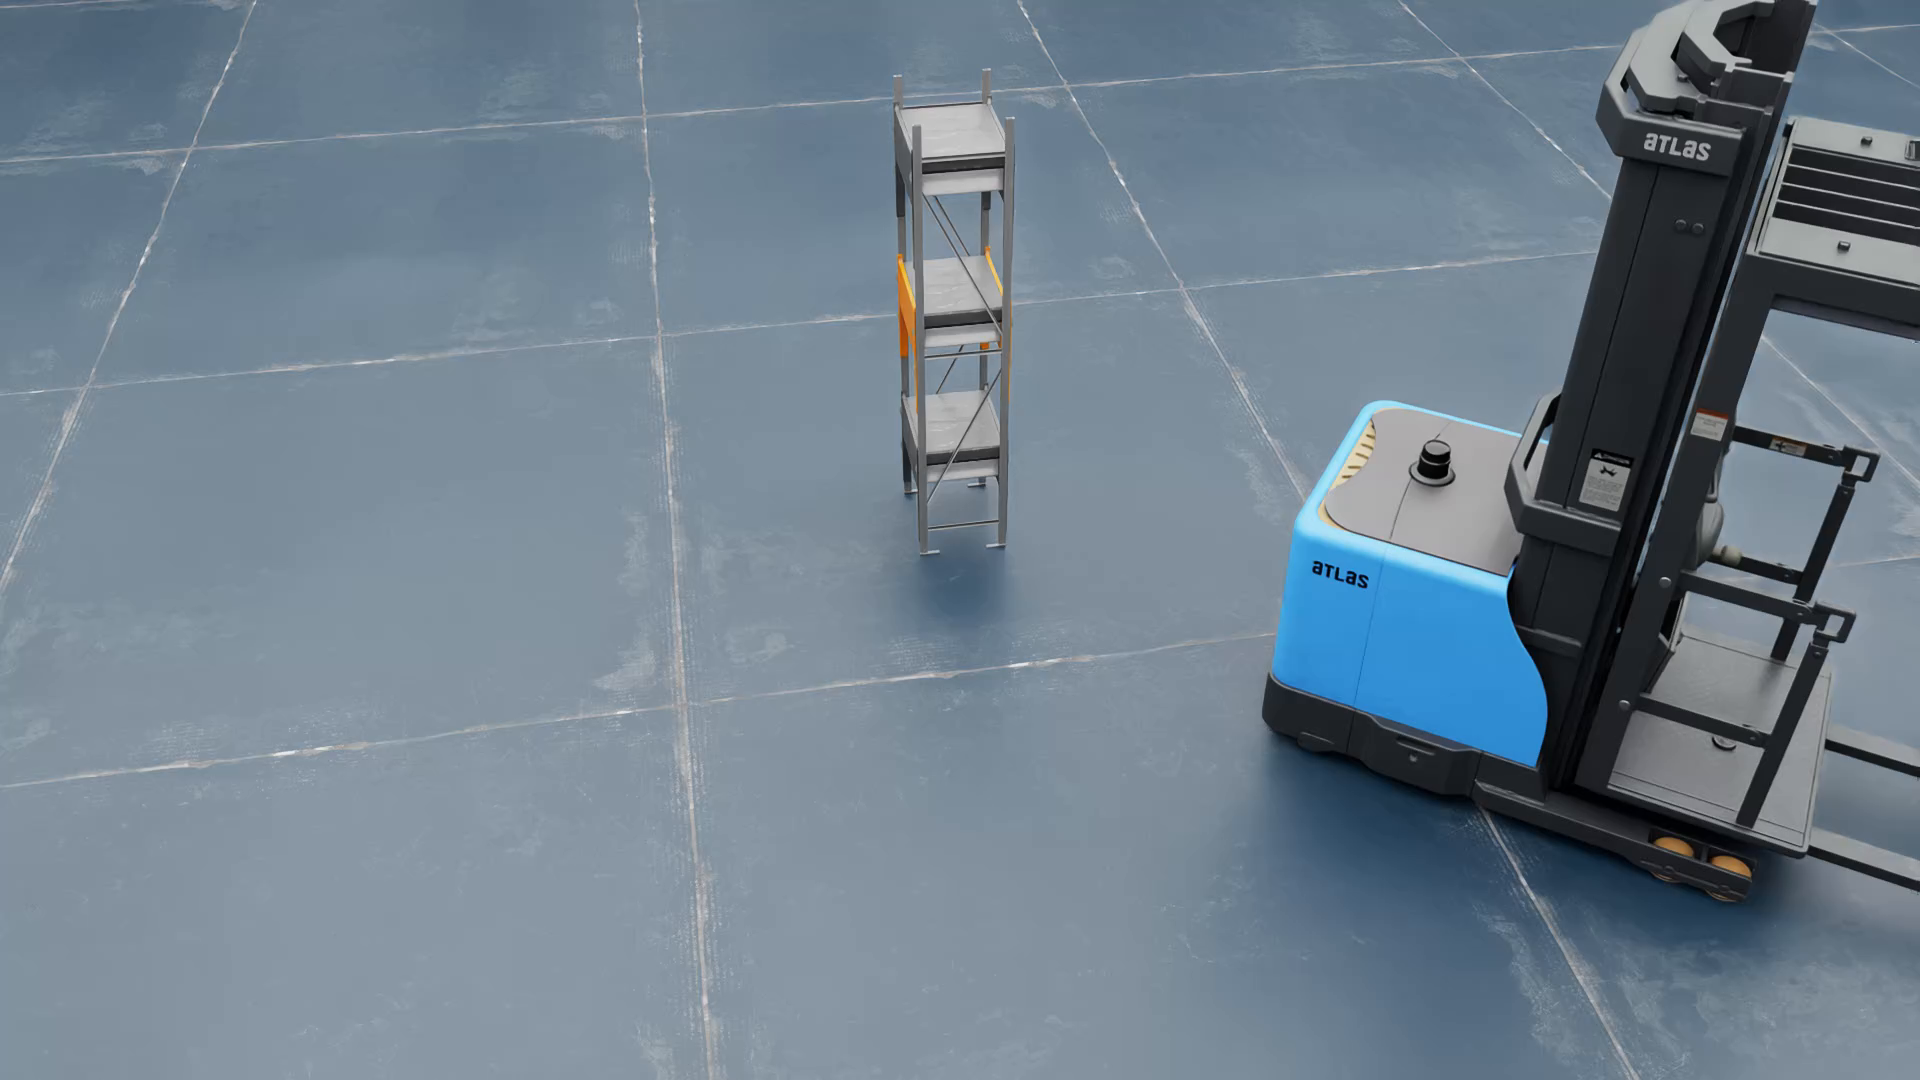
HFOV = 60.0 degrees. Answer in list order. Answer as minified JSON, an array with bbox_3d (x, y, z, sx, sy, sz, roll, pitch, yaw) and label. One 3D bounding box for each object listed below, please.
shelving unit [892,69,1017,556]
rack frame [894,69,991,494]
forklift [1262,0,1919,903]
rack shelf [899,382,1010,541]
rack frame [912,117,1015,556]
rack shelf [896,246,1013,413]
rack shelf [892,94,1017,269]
[{"bbox_3d":[-0.029,-0.929,7.235,0.431,2.100,0.503,-6,38,-8],"label":"shelving unit"},{"bbox_3d":[-0.072,-1.077,7.424,0.400,2.100,0.015,-6,38,-8],"label":"rack frame"},{"bbox_3d":[2.768,-0.217,5.640,3.031,2.935,1.130,18,41,21],"label":"forklift"},{"bbox_3d":[-0.029,-0.366,7.672,0.431,0.518,0.480,-6,38,-8],"label":"rack shelf"},{"bbox_3d":[0.014,-0.782,7.045,0.400,2.100,0.015,-6,38,-8],"label":"rack frame"},{"bbox_3d":[-0.029,-0.918,7.243,0.431,0.518,0.480,-6,38,-8],"label":"rack shelf"},{"bbox_3d":[-0.029,-1.471,6.813,0.431,0.518,0.480,-6,38,-8],"label":"rack shelf"}]
